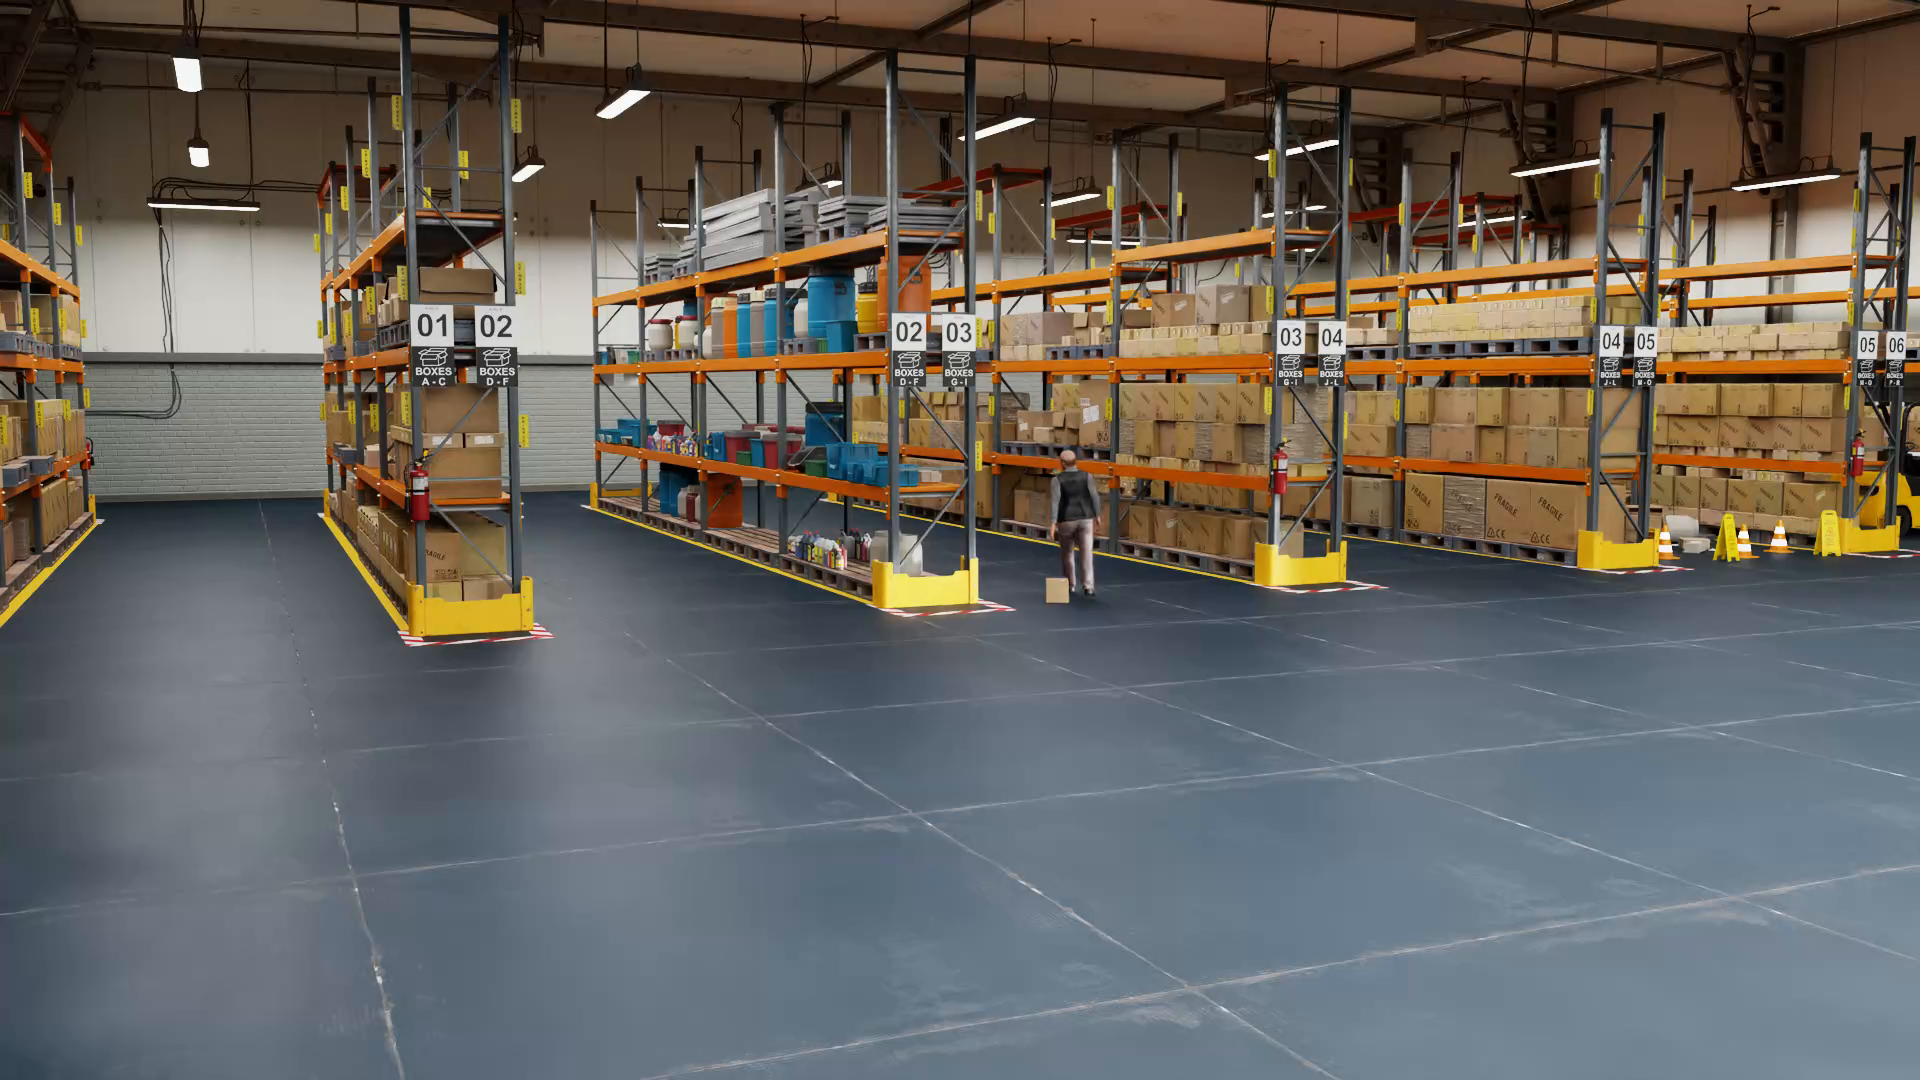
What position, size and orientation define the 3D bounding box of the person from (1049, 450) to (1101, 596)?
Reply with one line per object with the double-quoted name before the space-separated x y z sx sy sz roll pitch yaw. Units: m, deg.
"person" 1.317 -0.194 19.022 0.606 1.675 0.999 0 5 1
